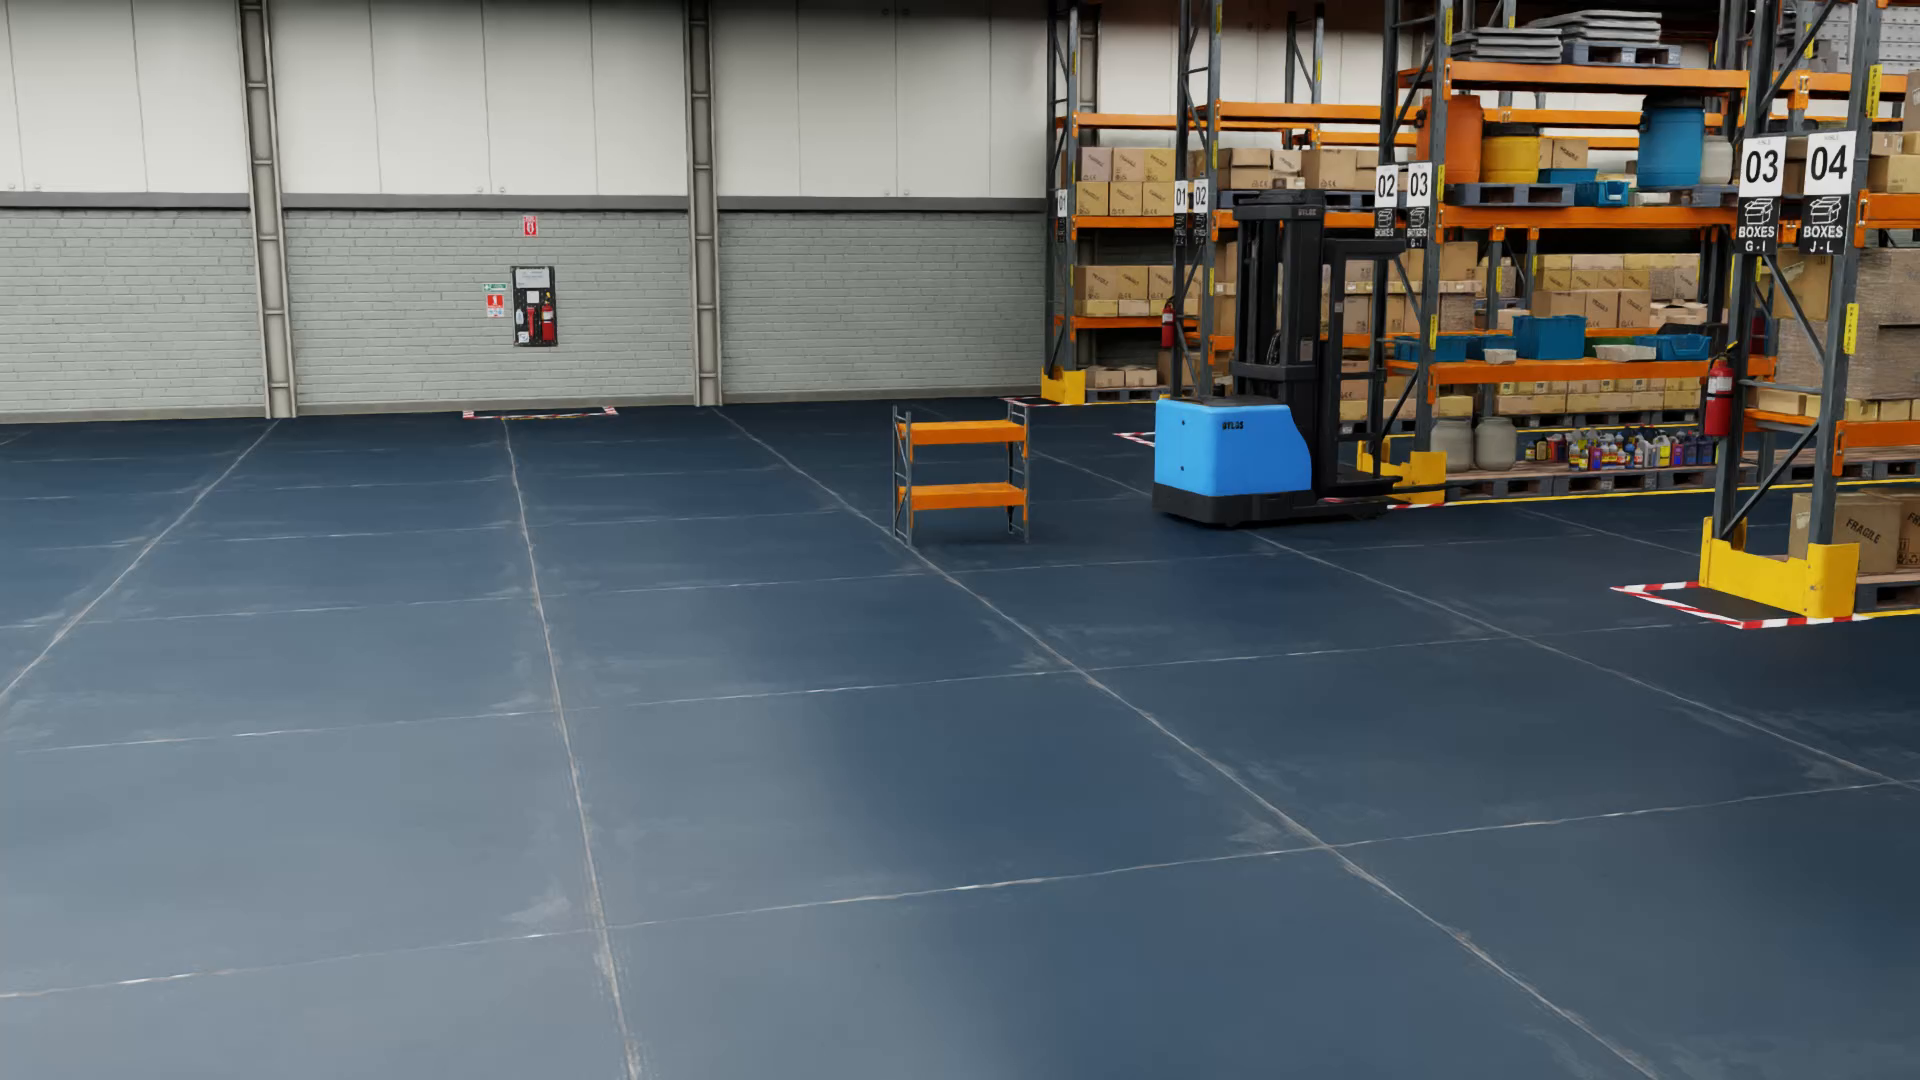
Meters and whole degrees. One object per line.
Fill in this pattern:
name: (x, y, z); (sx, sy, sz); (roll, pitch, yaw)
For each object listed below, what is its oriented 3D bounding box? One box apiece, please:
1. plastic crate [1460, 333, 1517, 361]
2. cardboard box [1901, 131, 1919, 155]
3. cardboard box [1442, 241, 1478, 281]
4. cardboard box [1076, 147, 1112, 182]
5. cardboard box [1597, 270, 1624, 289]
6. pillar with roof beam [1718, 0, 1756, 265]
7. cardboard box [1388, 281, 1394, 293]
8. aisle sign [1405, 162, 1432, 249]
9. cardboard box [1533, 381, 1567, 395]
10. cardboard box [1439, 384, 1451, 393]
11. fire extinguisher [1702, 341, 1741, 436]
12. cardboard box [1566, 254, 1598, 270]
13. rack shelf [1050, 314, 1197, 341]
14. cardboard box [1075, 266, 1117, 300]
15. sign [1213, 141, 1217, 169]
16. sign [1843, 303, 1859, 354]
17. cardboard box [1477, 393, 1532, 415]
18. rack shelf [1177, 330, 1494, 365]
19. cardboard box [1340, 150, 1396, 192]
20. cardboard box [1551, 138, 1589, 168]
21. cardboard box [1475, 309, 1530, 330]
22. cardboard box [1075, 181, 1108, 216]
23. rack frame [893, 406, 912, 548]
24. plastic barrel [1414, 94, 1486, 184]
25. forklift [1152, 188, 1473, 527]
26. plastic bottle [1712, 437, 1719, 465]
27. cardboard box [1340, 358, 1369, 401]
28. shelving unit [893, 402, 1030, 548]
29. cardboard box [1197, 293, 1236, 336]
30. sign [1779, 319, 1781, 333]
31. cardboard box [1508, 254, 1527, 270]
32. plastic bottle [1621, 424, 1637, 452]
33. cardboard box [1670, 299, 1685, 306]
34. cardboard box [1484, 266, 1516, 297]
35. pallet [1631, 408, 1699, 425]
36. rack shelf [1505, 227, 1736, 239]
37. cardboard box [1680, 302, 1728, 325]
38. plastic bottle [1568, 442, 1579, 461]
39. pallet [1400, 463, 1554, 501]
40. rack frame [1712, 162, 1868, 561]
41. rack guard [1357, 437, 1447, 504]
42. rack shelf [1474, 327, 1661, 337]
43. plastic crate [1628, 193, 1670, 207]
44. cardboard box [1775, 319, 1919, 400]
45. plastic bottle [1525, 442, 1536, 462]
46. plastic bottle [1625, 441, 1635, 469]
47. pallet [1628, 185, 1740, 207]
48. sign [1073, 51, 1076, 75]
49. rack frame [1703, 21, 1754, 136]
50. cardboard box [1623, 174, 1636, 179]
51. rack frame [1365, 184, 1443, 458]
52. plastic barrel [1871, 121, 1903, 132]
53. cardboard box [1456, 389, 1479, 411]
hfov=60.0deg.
plastic crate: (5.313, -1.948, 16.755); (0.408, 0.251, 0.499); (-3, 11, -16)
cardboard box: (6.280, -2.619, 11.014); (0.250, 0.149, 0.380); (-3, 11, -15)
cardboard box: (6.326, -3.639, 21.672); (0.500, 0.500, 0.700); (-3, 11, -16)
cardboard box: (1.960, -5.638, 25.007); (0.500, 0.500, 0.500); (-4, 11, -20)
cardboard box: (10.723, -4.274, 27.827); (0.500, 0.500, 0.500); (-3, 11, -16)
pillar with roof beam: (14.677, -6.629, 25.203); (0.548, 9.000, 9.100); (-3, 11, -16)
cardboard box: (5.330, -3.229, 21.234); (0.250, 0.149, 0.380); (-3, 11, -14)
aisle sign: (4.304, -3.136, 15.616); (0.004, 0.787, 0.394); (-3, 11, -16)
cardboard box: (7.699, -2.108, 22.097); (0.500, 0.311, 0.500); (-3, 11, -17)
cardboard box: (6.218, -2.230, 22.237); (0.500, 0.500, 0.500); (-3, 11, -16)
fire extinguisher: (5.437, -1.087, 11.882); (0.183, 0.674, 0.296); (-3, 11, -16)
cardboard box: (10.227, -4.619, 27.626); (0.500, 0.250, 0.500); (-3, 11, -17)
rack shelf: (3.442, -3.382, 26.118); (4.000, 0.370, 1.077); (-3, 11, -16)
cardboard box: (2.064, -3.911, 25.294); (0.500, 0.500, 0.500); (-3, 11, -16)
sign: (3.059, -4.621, 19.943); (0.005, 0.325, 0.100); (-3, 11, -16)
sign: (5.827, -1.383, 10.881); (0.005, 0.325, 0.100); (-3, 11, -16)
cardboard box: (7.207, -1.807, 22.014); (0.500, 0.250, 0.500); (-3, 11, -17)
rack shelf: (4.830, -2.521, 21.441); (4.000, 0.370, 1.077); (-3, 11, -16)
cardboard box: (5.134, -4.716, 21.261); (0.637, 0.503, 0.797); (-2, 11, -10)
cardboard box: (7.894, -5.010, 21.873); (0.500, 0.500, 0.500); (-2, 11, -10)
cardboard box: (7.211, -2.935, 22.116); (0.500, 0.250, 0.500); (-2, 11, -12)
cardboard box: (1.913, -5.142, 25.077); (0.500, 0.500, 0.500); (-3, 11, -14)
rack frame: (-0.482, -0.528, 13.807); (0.032, 1.125, 0.500); (-3, 11, -16)
plastic barrel: (4.722, -3.852, 16.053); (0.708, 0.830, 0.600); (-3, 11, -16)
forklift: (3.331, -1.703, 15.201); (3.031, 2.935, 1.130); (-4, 11, -23)
plastic bottle: (7.762, -0.913, 17.010); (0.133, 0.283, 0.061); (-2, 11, -13)
cardboard box: (4.928, -2.060, 21.317); (0.500, 0.500, 0.500); (-3, 11, -16)
shelving unit: (0.006, -0.554, 13.946); (1.048, 1.125, 0.538); (-3, 11, -16)
cardboard box: (3.362, -2.844, 20.934); (0.500, 0.500, 0.700); (-3, 11, -16)
sign: (8.275, -2.154, 16.700); (0.005, 0.325, 0.100); (-3, 11, -16)
cardboard box: (9.566, -4.681, 27.966); (0.500, 0.250, 0.500); (-3, 11, -14)
plastic bottle: (7.059, -1.050, 17.566); (0.185, 0.351, 0.144); (-4, 11, -18)
cardboard box: (12.064, -4.016, 28.214); (0.250, 0.149, 0.380); (-3, 11, -16)
cardboard box: (8.755, -4.279, 27.515); (0.500, 0.500, 0.700); (-4, 11, -23)
pallet: (9.790, -1.772, 23.089); (1.213, 0.211, 1.003); (-3, 11, -16)
rack shelf: (11.123, -5.262, 28.046); (4.000, 0.370, 1.077); (-3, 11, -16)
cardboard box: (10.230, -3.124, 22.975); (0.500, 0.311, 0.500); (-2, 11, -12)
plastic bottle: (6.367, -0.916, 17.249); (0.097, 0.201, 0.097); (0, 10, 0)
pallet: (5.132, -0.593, 16.684); (1.213, 0.211, 1.003); (-3, 11, -16)
rack frame: (5.675, -1.051, 11.471); (0.127, 3.000, 1.000); (-3, 11, -16)
rack guard: (4.351, -0.695, 16.440); (0.348, 0.500, 1.175); (-3, 11, -16)
rack shelf: (8.671, -2.723, 22.541); (4.000, 0.370, 1.077); (-3, 11, -16)
plastic crate: (6.703, -3.309, 16.177); (0.396, 0.136, 0.243); (-3, 11, -16)
cardboard box: (6.211, -1.270, 11.561); (0.500, 0.500, 0.875); (-3, 11, -16)
plastic bottle: (5.932, -0.921, 17.281); (0.097, 0.201, 0.097); (0, 10, 0)
plastic bottle: (6.738, -0.857, 16.737); (0.097, 0.271, 0.097); (0, 10, 0)
pallet: (7.466, -3.443, 16.703); (1.003, 0.211, 1.213); (-3, 11, -16)
sign: (1.673, -6.989, 24.356); (0.005, 0.325, 0.100); (-3, 11, -16)
rack frame: (13.044, -7.192, 28.259); (0.127, 3.000, 1.000); (-3, 11, -16)
cardboard box: (11.153, -5.903, 28.052); (0.500, 0.500, 0.700); (-3, 11, -16)
rack frame: (4.291, -1.912, 16.148); (0.127, 3.000, 1.000); (-3, 11, -16)
plastic barrel: (9.815, -3.966, 17.635); (0.708, 0.901, 0.600); (-3, 11, -16)
cardboard box: (7.068, -1.901, 22.525); (0.500, 0.250, 0.500); (-3, 11, -16)
